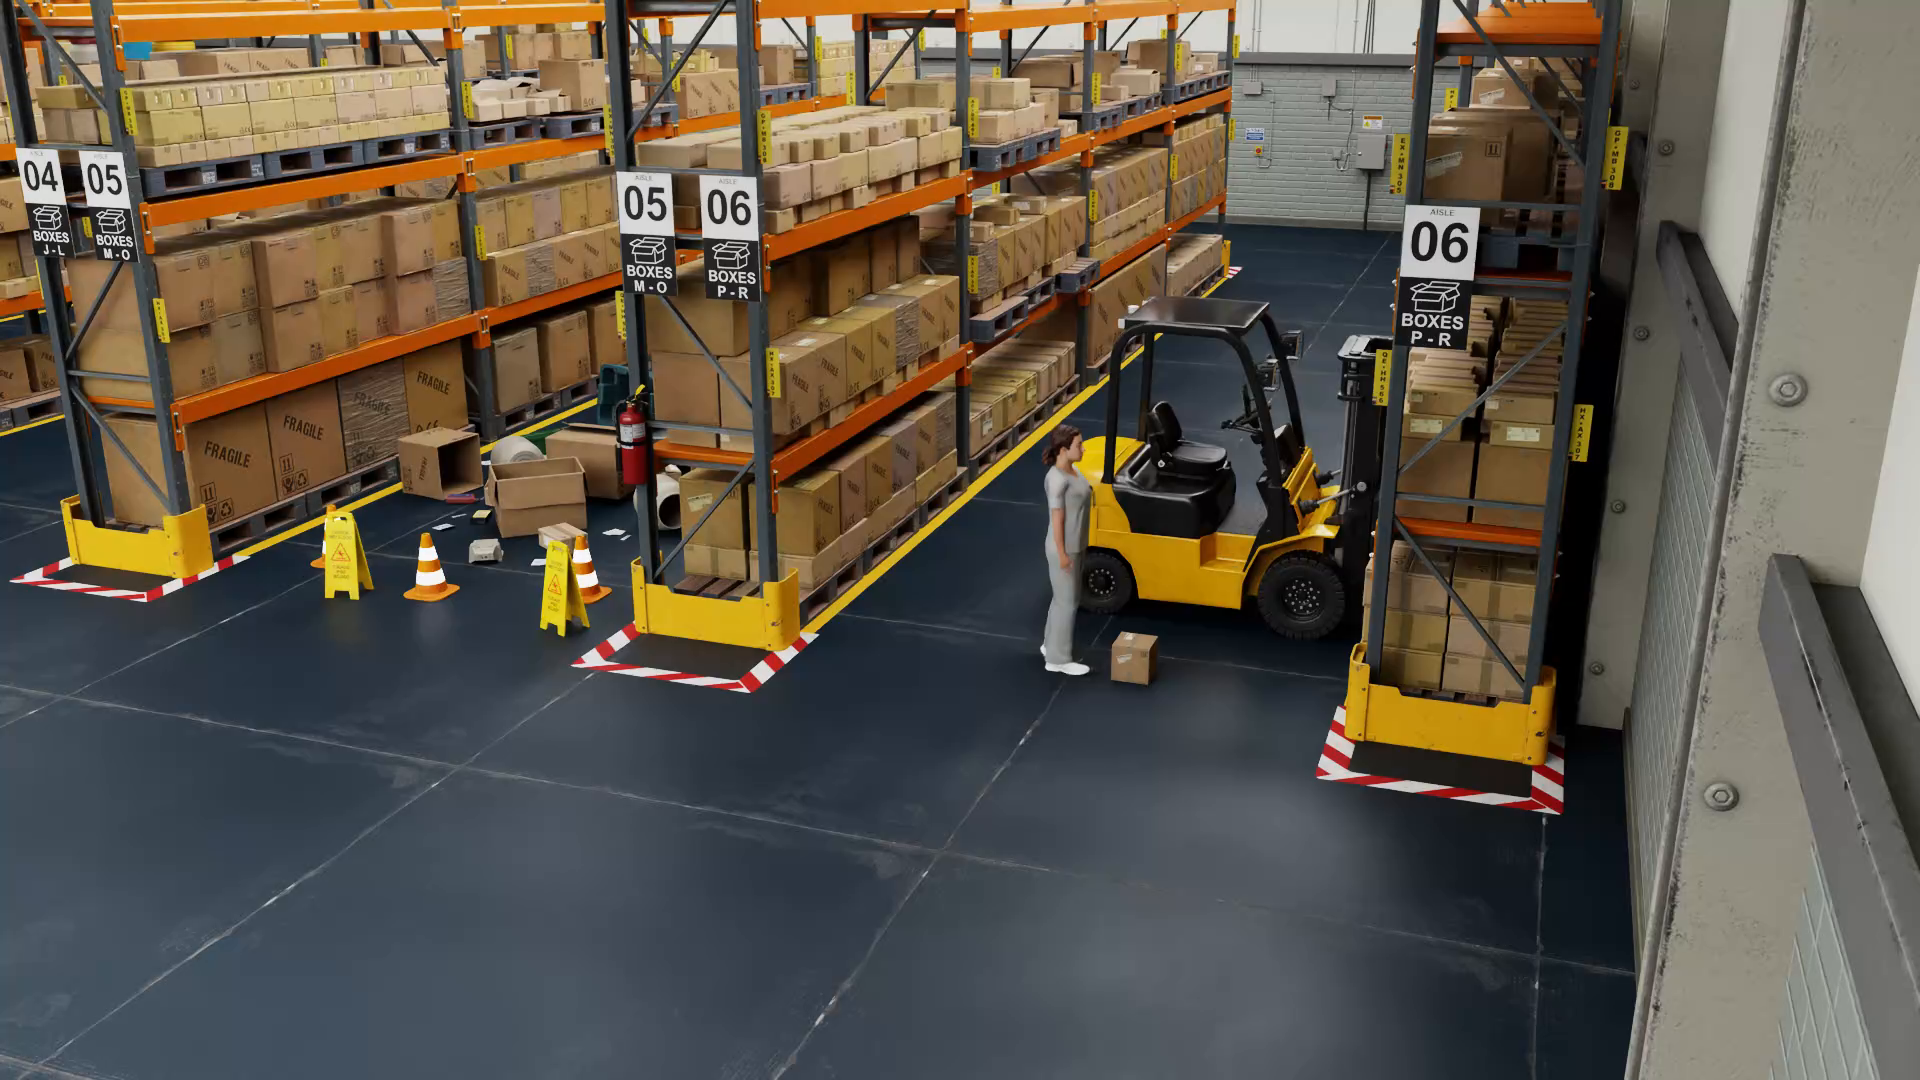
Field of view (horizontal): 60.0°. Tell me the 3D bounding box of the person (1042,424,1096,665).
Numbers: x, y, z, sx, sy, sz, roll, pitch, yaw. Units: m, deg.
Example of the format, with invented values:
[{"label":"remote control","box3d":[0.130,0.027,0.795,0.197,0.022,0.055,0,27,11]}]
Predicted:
[{"label":"person","box3d":[0.692,0.032,10.903,0.356,1.618,0.440,7,20,19]}]
